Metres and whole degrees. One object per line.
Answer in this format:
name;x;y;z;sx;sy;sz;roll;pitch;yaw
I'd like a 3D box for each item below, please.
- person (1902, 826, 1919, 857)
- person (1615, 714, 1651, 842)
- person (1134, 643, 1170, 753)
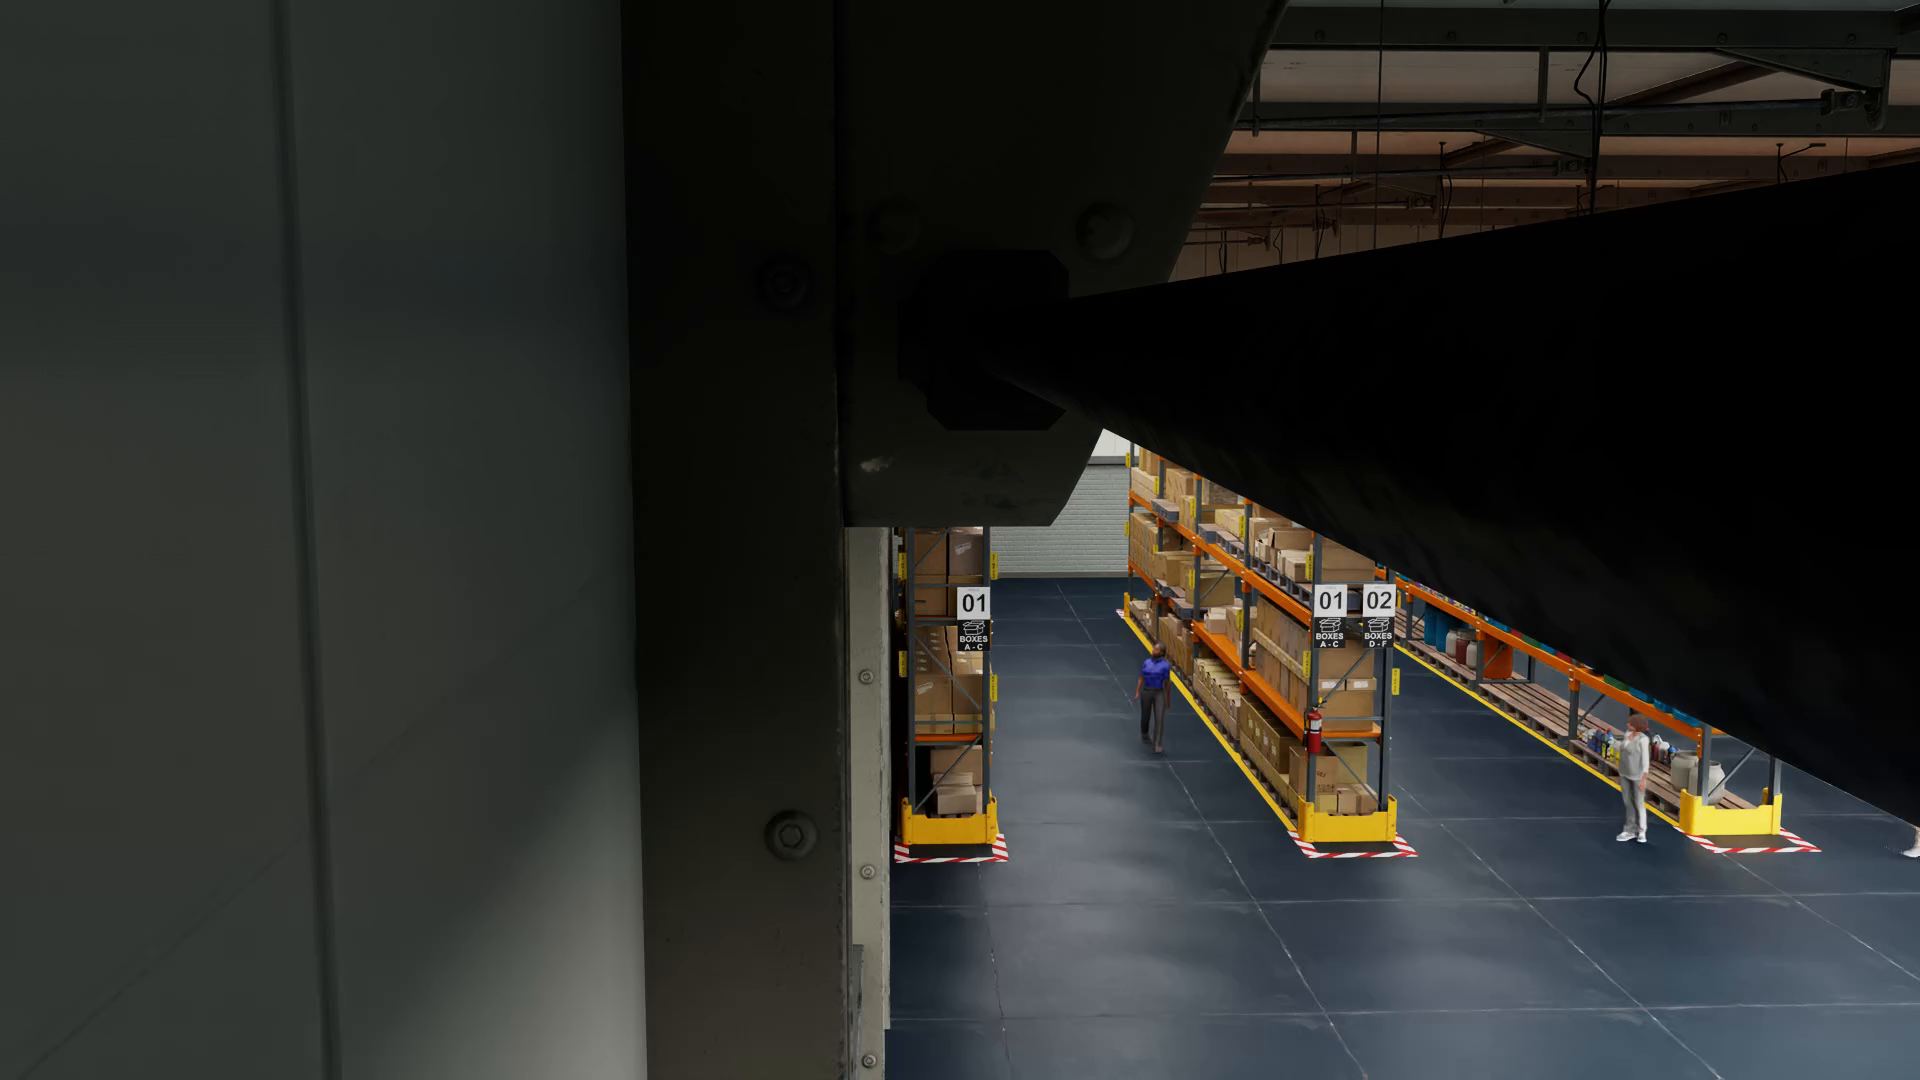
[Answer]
person;11.775;2.942;19.909;0.967;1.694;0.513;-5;9;-33
person;8.326;2.934;20.465;0.386;1.619;0.484;-3;8;-24
person;2.885;2.345;25.015;0.551;1.592;0.928;0;7;3
